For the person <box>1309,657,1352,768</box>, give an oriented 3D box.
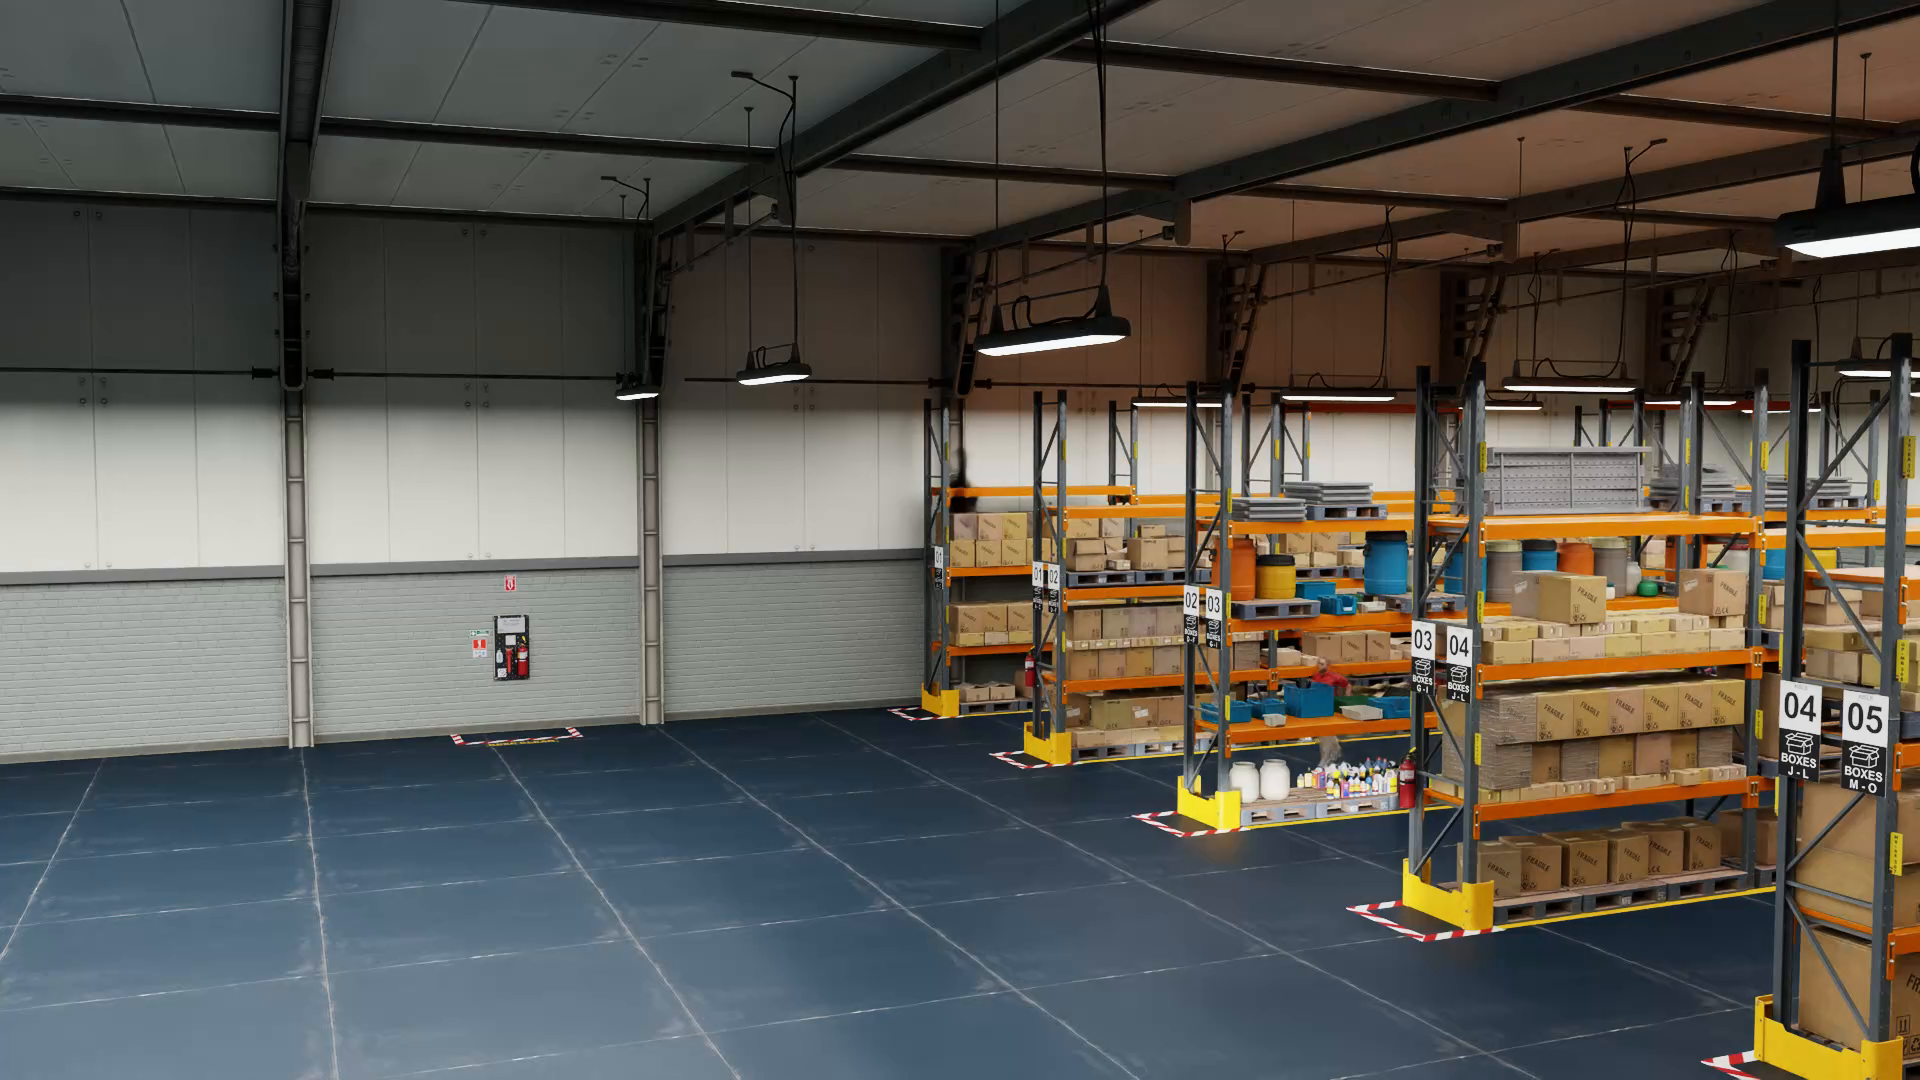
[{"bbox_3d":[5.829,2.756,26.499,0.851,1.790,0.648,-2,4,-32],"label":"person"}]
